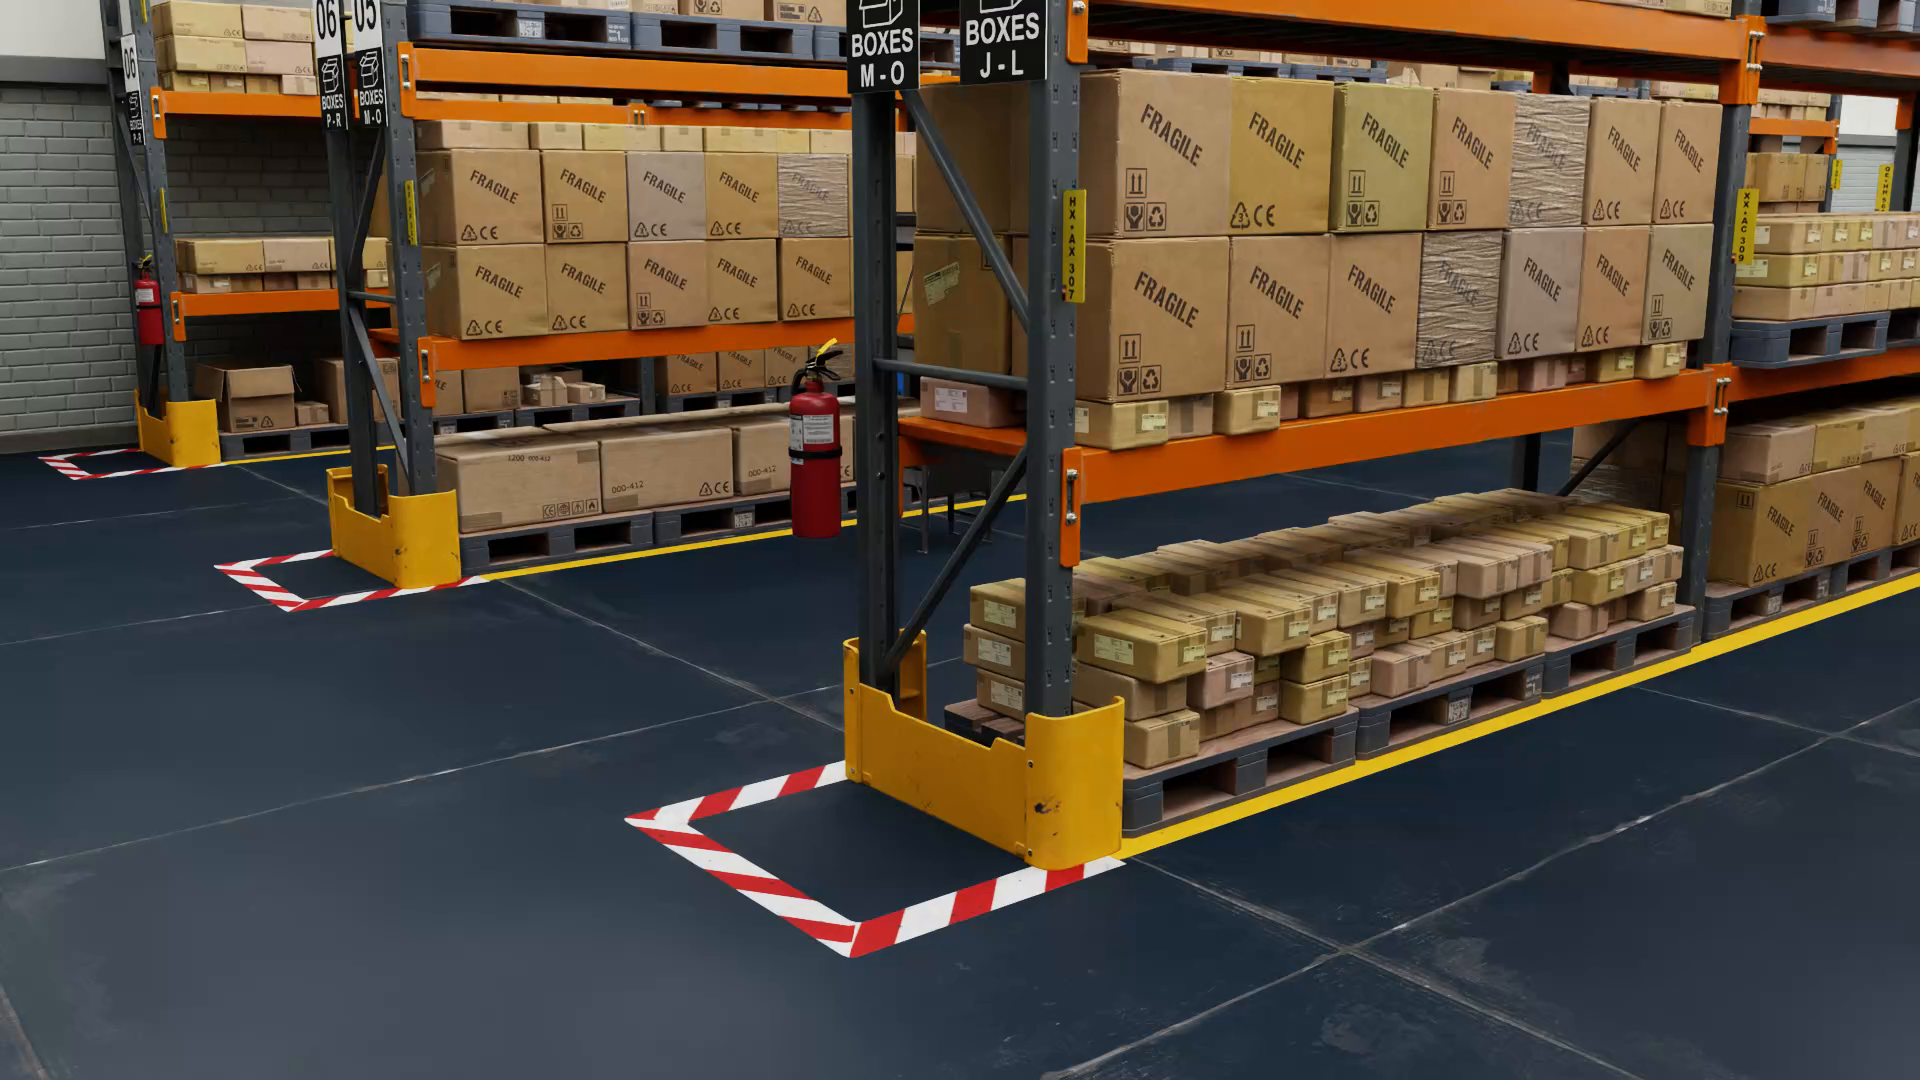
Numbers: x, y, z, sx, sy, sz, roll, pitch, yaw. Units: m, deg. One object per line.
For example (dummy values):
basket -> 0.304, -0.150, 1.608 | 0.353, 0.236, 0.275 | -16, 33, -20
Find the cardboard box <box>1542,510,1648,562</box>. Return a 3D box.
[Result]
cardboard box -> 2.827, -0.021, 7.426 | 0.250, 0.149, 0.380 | -9, 15, -37

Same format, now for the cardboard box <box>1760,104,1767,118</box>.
cardboard box -> 8.195, -4.485, 17.412 | 0.250, 0.149, 0.380 | -10, 16, -39

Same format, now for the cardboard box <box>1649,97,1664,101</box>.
cardboard box -> 6.593, -4.220, 16.164 | 0.250, 0.149, 0.380 | -10, 15, -39

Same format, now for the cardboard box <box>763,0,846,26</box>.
cardboard box -> -1.087, -3.429, 10.333 | 0.637, 0.503, 0.797 | -8, 14, -33

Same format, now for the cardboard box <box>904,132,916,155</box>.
cardboard box -> -0.370, -2.584, 10.866 | 0.250, 0.149, 0.380 | -9, 15, -36

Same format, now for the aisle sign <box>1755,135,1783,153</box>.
aisle sign -> 9.171, -4.724, 18.895 | 0.004, 0.787, 0.394 | -9, 15, -38

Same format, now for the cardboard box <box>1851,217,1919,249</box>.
cardboard box -> 4.524, -1.532, 8.286 | 0.250, 0.149, 0.380 | -10, 15, -38

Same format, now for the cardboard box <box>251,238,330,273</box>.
cardboard box -> -5.365, -2.275, 13.267 | 0.500, 0.250, 0.500 | -9, 15, -37

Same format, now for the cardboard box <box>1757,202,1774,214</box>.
cardboard box -> 8.278, -3.345, 17.702 | 0.500, 0.500, 0.500 | -10, 15, -38

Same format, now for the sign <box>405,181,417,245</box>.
sign -> -2.836, -1.689, 8.588 | 0.005, 0.325, 0.100 | -9, 15, -38

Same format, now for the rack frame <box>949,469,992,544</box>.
rack frame -> 0.061, -1.037, 9.959 | 0.015, 2.100, 0.400 | -9, 15, -38

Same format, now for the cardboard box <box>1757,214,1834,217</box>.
cardboard box -> 4.536, -1.709, 9.115 | 0.250, 0.149, 0.380 | -10, 15, -38

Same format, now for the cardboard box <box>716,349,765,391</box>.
cardboard box -> -2.230, -1.721, 16.019 | 0.500, 0.500, 0.500 | -10, 15, -38

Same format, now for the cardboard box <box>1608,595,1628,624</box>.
cardboard box -> 2.768, 0.268, 7.496 | 0.250, 0.149, 0.380 | -9, 15, -36

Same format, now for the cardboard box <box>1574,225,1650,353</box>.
cardboard box -> 2.510, -1.066, 6.969 | 0.500, 0.500, 0.500 | -10, 16, -39

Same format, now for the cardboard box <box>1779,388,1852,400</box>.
cardboard box -> 4.760, -0.737, 9.582 | 0.500, 0.250, 0.500 | -9, 15, -37

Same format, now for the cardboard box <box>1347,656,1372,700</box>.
cardboard box -> 1.353, 0.500, 6.403 | 0.250, 0.149, 0.380 | -9, 15, -38

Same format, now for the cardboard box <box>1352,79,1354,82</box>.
cardboard box -> 4.676, -5.687, 20.969 | 0.637, 0.503, 0.797 | -9, 15, -36

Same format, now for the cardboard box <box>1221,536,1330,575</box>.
cardboard box -> 1.295, 0.099, 6.860 | 0.250, 0.149, 0.380 | -10, 16, -40

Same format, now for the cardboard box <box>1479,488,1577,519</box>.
cardboard box -> 2.719, -0.138, 7.977 | 0.250, 0.149, 0.380 | -9, 15, -35

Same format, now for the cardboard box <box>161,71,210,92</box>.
cardboard box -> -5.887, -3.470, 12.634 | 0.250, 0.149, 0.380 | -9, 15, -36

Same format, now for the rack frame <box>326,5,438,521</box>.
rack frame -> -3.178, -1.318, 9.113 | 0.127, 3.000, 1.000 | -9, 15, -38

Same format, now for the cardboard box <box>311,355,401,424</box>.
cardboard box -> -5.053, -1.274, 13.912 | 0.500, 0.500, 0.700 | -9, 15, -35

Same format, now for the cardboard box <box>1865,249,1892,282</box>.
cardboard box -> 4.317, -1.353, 8.157 | 0.250, 0.149, 0.380 | -10, 16, -40

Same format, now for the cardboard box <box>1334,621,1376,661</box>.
cardboard box -> 1.364, 0.351, 6.390 | 0.250, 0.149, 0.380 | -10, 16, -40

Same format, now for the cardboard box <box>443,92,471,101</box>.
cardboard box -> -4.277, -3.732, 13.865 | 0.250, 0.149, 0.380 | -9, 15, -37

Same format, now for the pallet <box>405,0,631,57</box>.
pallet -> -2.605, -2.840, 9.272 | 1.213, 0.211, 1.003 | -9, 15, -38

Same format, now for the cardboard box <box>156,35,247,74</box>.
cardboard box -> -5.764, -3.675, 12.638 | 0.500, 0.250, 0.500 | -10, 15, -38

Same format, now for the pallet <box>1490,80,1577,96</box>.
pallet -> 4.836, -4.052, 15.222 | 1.003, 0.211, 1.213 | -9, 15, -38

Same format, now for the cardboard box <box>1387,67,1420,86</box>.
cardboard box -> 3.621, -3.804, 13.923 | 0.258, 0.266, 0.396 | -9, 15, -38

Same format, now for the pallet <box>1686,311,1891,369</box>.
pallet -> 3.805, -1.029, 8.214 | 1.213, 0.211, 1.003 | -9, 15, -38

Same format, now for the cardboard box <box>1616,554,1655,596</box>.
cardboard box -> 2.866, 0.126, 7.450 | 0.250, 0.149, 0.380 | -10, 16, -40

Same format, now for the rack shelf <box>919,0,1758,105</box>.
rack shelf -> 1.555, -1.903, 6.379 | 4.000, 0.370, 1.077 | -9, 15, -38

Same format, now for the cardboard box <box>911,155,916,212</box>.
cardboard box -> -0.250, -2.269, 10.944 | 0.500, 0.500, 0.500 | -10, 15, -38

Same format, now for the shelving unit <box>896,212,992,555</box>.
shelving unit -> -0.129, -1.006, 9.810 | 0.503, 2.100, 0.431 | -9, 15, -38

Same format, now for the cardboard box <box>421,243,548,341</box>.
cardboard box -> -2.624, -1.382, 9.177 | 0.500, 0.500, 0.500 | -10, 15, -38

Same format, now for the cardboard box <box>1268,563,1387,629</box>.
cardboard box -> 1.396, 0.210, 6.339 | 0.250, 0.149, 0.380 | -9, 15, -35

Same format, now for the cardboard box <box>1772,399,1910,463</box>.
cardboard box -> 4.674, -0.585, 8.862 | 0.500, 0.250, 0.500 | -9, 15, -36

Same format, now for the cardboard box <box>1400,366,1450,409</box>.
cardboard box -> 1.638, -0.605, 6.360 | 0.250, 0.149, 0.380 | -9, 15, -36

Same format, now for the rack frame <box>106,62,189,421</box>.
rack frame -> -6.281, -2.122, 12.902 | 0.127, 3.000, 1.000 | -9, 15, -38

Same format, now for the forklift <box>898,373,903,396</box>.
forklift -> 0.557, -2.340, 14.091 | 3.031, 2.935, 1.130 | -11, 16, -43

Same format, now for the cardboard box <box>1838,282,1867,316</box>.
cardboard box -> 4.122, -1.175, 8.034 | 0.250, 0.149, 0.380 | -9, 15, -37

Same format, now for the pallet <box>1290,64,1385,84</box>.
pallet -> 2.600, -3.639, 13.276 | 1.003, 0.211, 1.213 | -9, 15, -35

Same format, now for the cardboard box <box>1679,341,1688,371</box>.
cardboard box -> 3.040, -0.849, 7.511 | 0.250, 0.149, 0.380 | -10, 15, -38

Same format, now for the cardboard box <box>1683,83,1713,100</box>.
cardboard box -> 7.104, -4.495, 16.501 | 0.500, 0.250, 0.500 | -10, 15, -38

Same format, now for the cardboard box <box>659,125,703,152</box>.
cardboard box -> -1.705, -2.340, 9.719 | 0.250, 0.149, 0.380 | -9, 15, -37

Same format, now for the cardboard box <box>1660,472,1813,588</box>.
cardboard box -> 3.860, -0.083, 8.303 | 0.500, 0.500, 0.500 | -9, 15, -35

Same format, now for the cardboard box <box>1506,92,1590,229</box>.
cardboard box -> 2.110, -1.494, 6.577 | 0.500, 0.500, 0.500 | -9, 15, -36

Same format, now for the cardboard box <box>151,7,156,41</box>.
cardboard box -> -6.109, -4.009, 13.008 | 0.500, 0.250, 0.500 | -10, 16, -39

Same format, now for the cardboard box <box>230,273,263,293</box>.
cardboard box -> -5.684, -2.038, 13.111 | 0.250, 0.149, 0.380 | -9, 15, -36

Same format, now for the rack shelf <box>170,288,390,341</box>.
rack shelf -> -4.720, -2.030, 14.199 | 4.000, 0.370, 1.077 | -9, 15, -38

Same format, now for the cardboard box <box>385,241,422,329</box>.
cardboard box -> -2.966, -1.472, 9.600 | 0.500, 0.500, 0.500 | -9, 15, -37

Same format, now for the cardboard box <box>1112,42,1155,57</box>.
cardboard box -> 1.152, -3.503, 11.733 | 0.250, 0.166, 0.380 | -11, 16, -41
